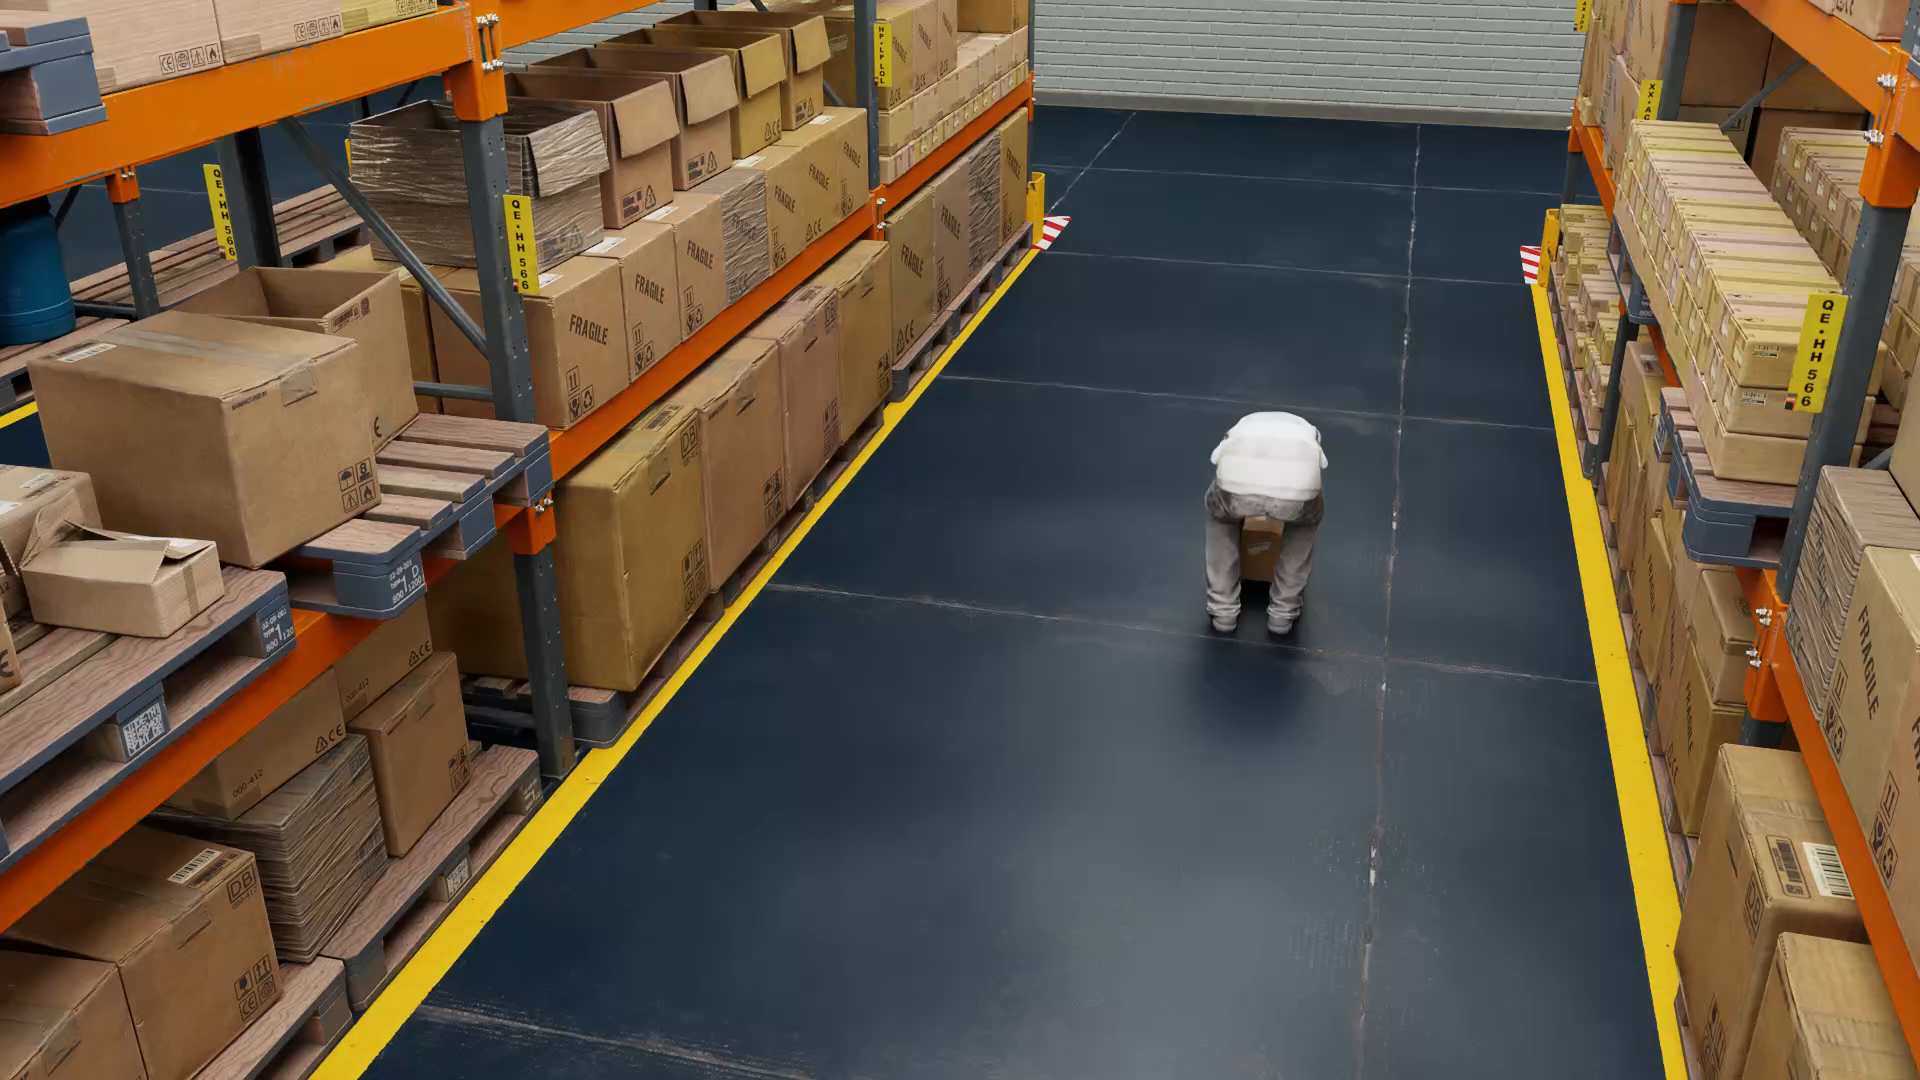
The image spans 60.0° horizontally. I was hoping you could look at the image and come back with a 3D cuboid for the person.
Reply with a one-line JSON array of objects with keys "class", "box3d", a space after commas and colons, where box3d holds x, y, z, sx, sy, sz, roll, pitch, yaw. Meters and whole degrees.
[{"class": "person", "box3d": [1.344, -0.141, 7.352, 0.519, 0.959, 0.982, 5, 26, 11]}]
